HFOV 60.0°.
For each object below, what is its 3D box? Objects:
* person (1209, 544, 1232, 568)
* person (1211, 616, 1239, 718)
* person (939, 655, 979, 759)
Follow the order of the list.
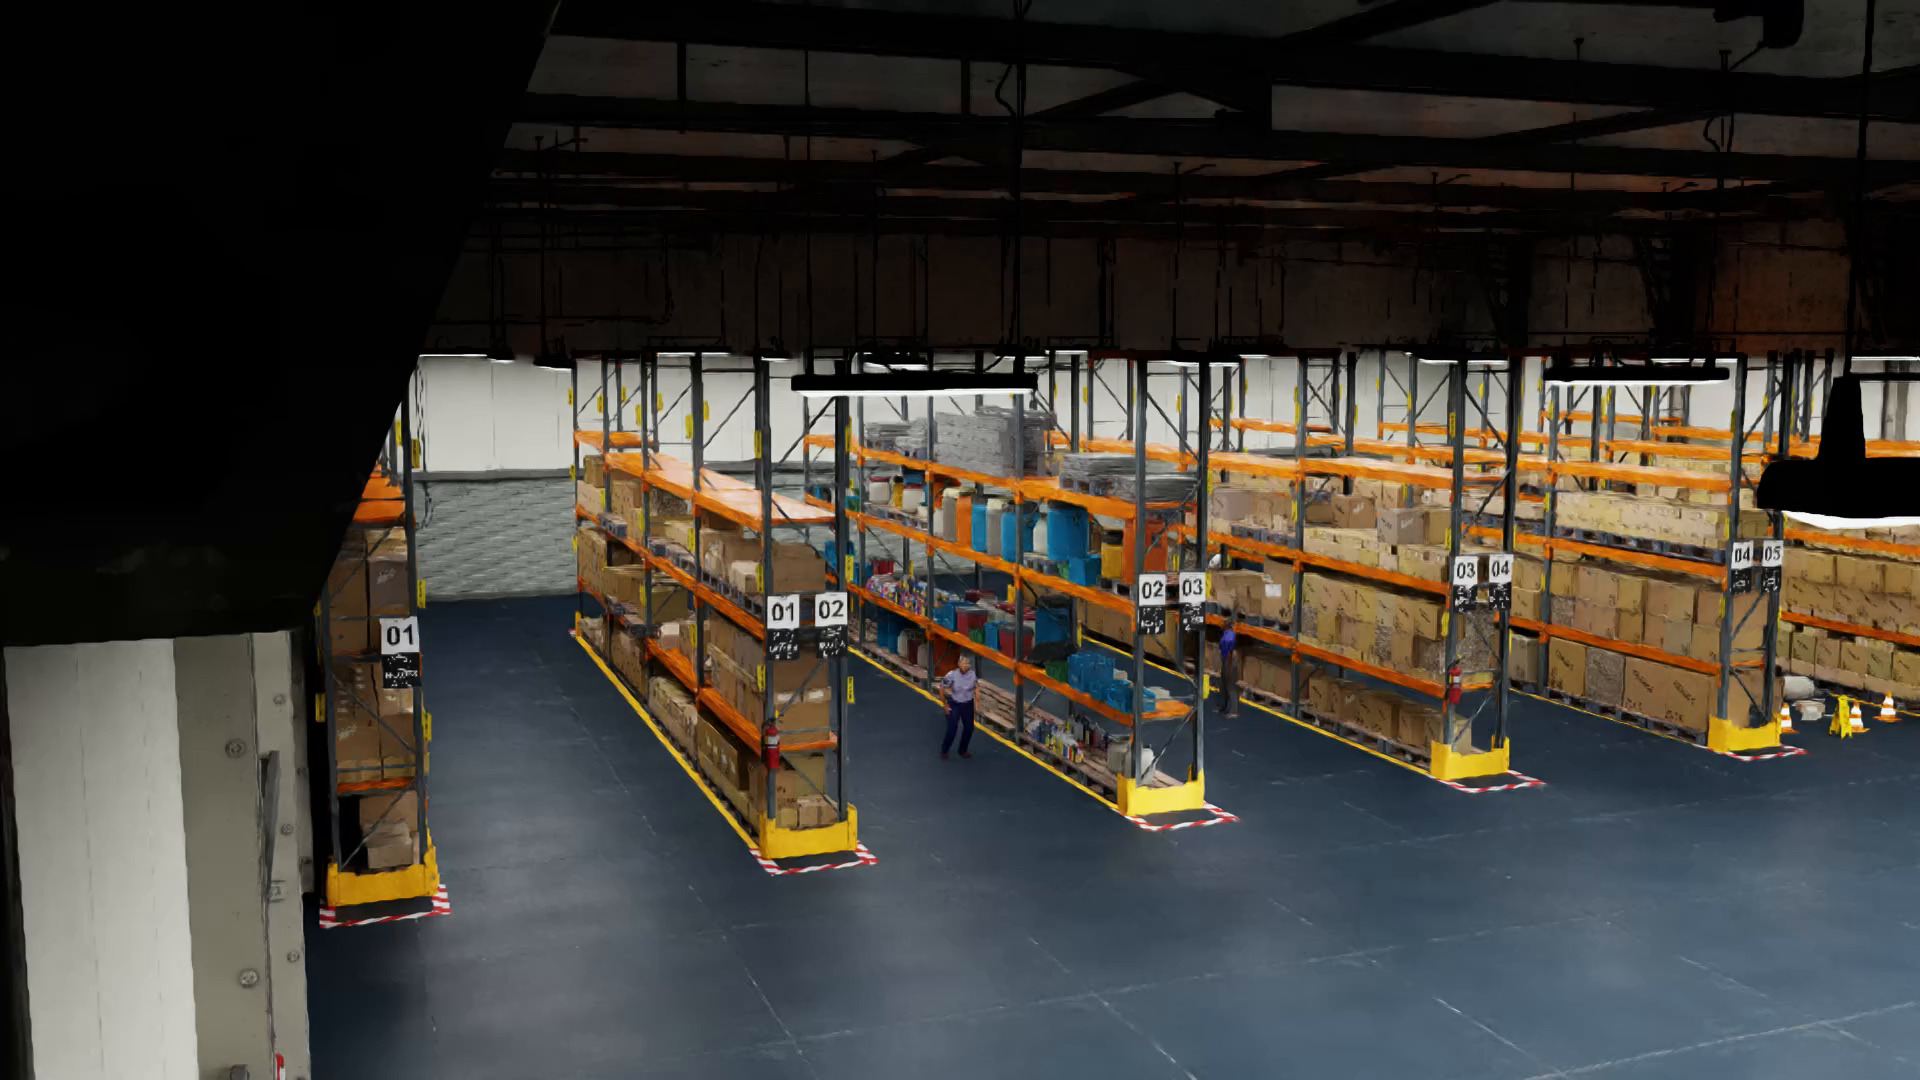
[{"bbox_3d":[5.869,0.868,37.535,0.593,1.629,0.522,-3,8,-22],"label":"person"},{"bbox_3d":[4.404,2.083,27.533,0.463,1.662,0.498,1,7,9],"label":"person"},{"bbox_3d":[-0.008,2.478,24.758,0.625,1.596,0.517,-3,8,-23],"label":"person"}]
